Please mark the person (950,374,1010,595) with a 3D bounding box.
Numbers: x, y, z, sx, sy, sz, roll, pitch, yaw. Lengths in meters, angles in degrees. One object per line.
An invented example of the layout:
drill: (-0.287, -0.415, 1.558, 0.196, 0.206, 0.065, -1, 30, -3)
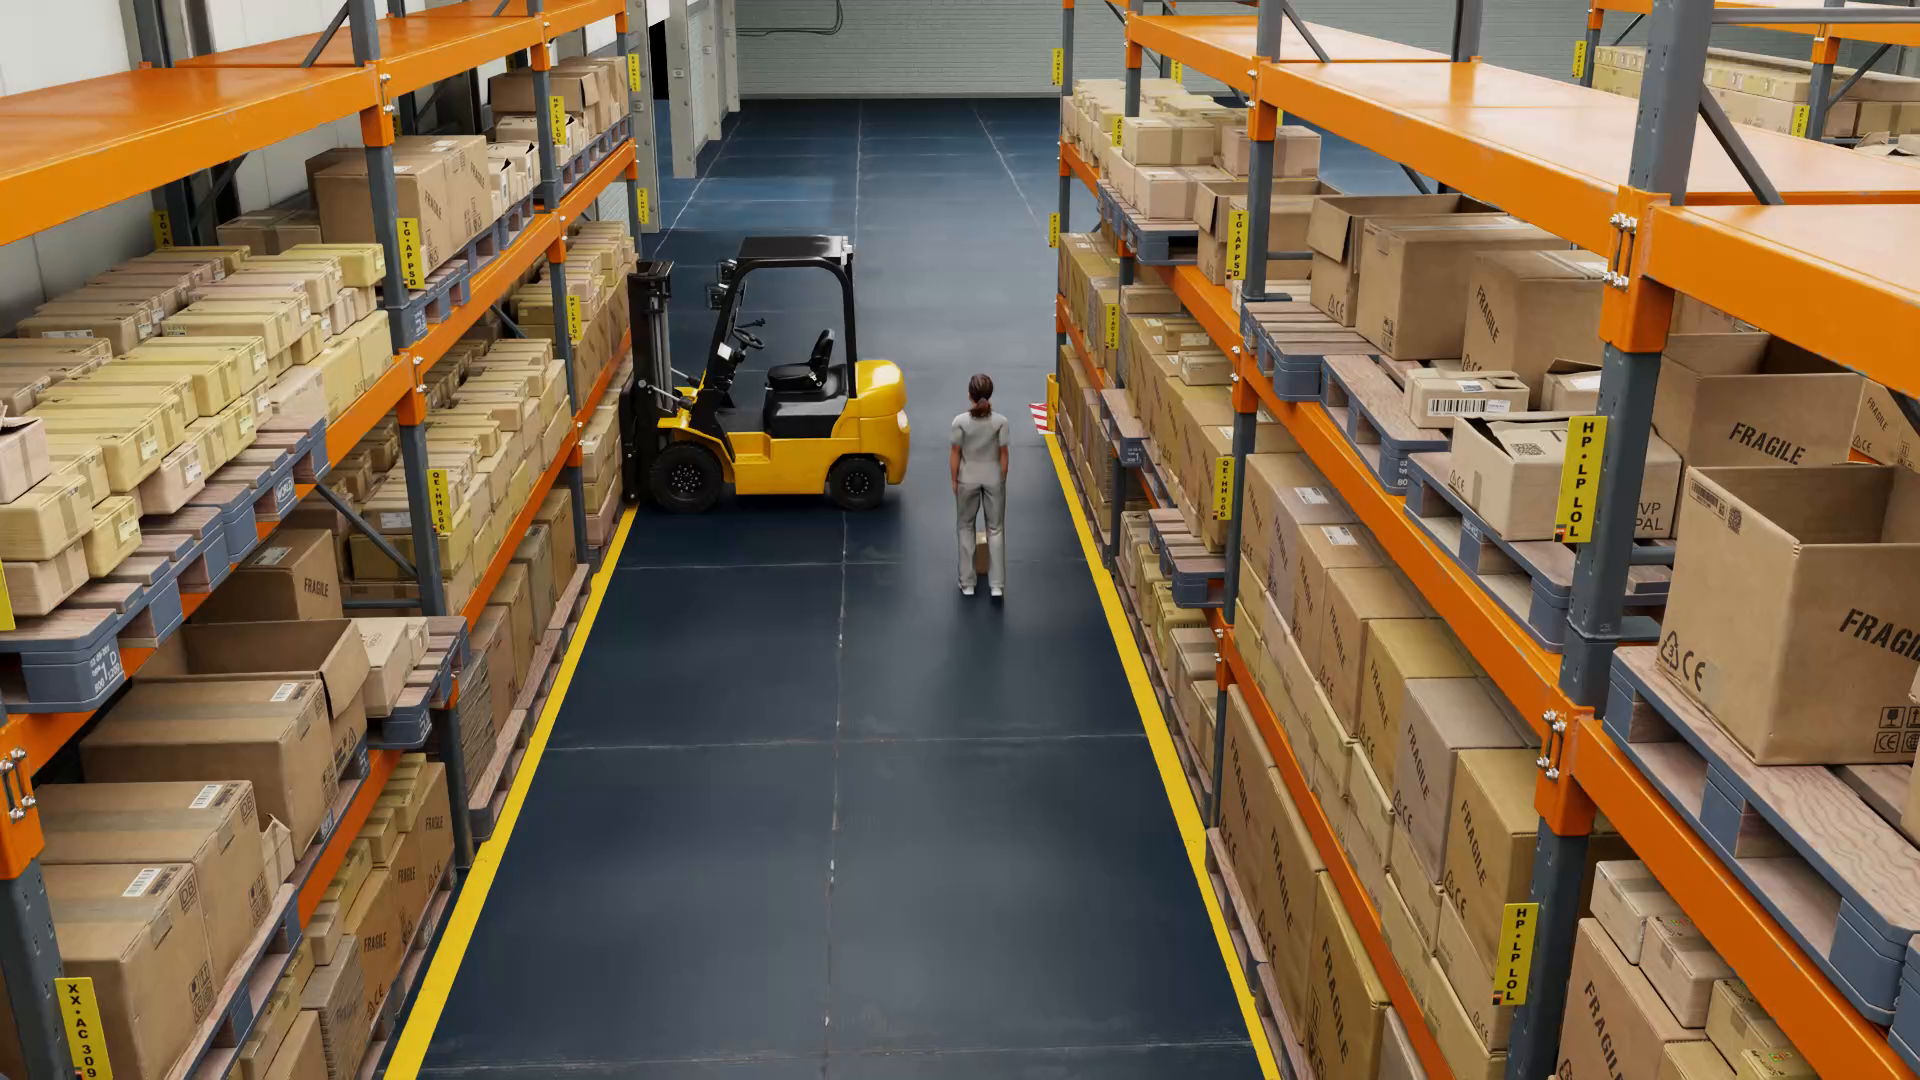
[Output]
person: (0.144, -0.396, 12.170, 0.437, 1.677, 0.367, -1, 20, -2)
